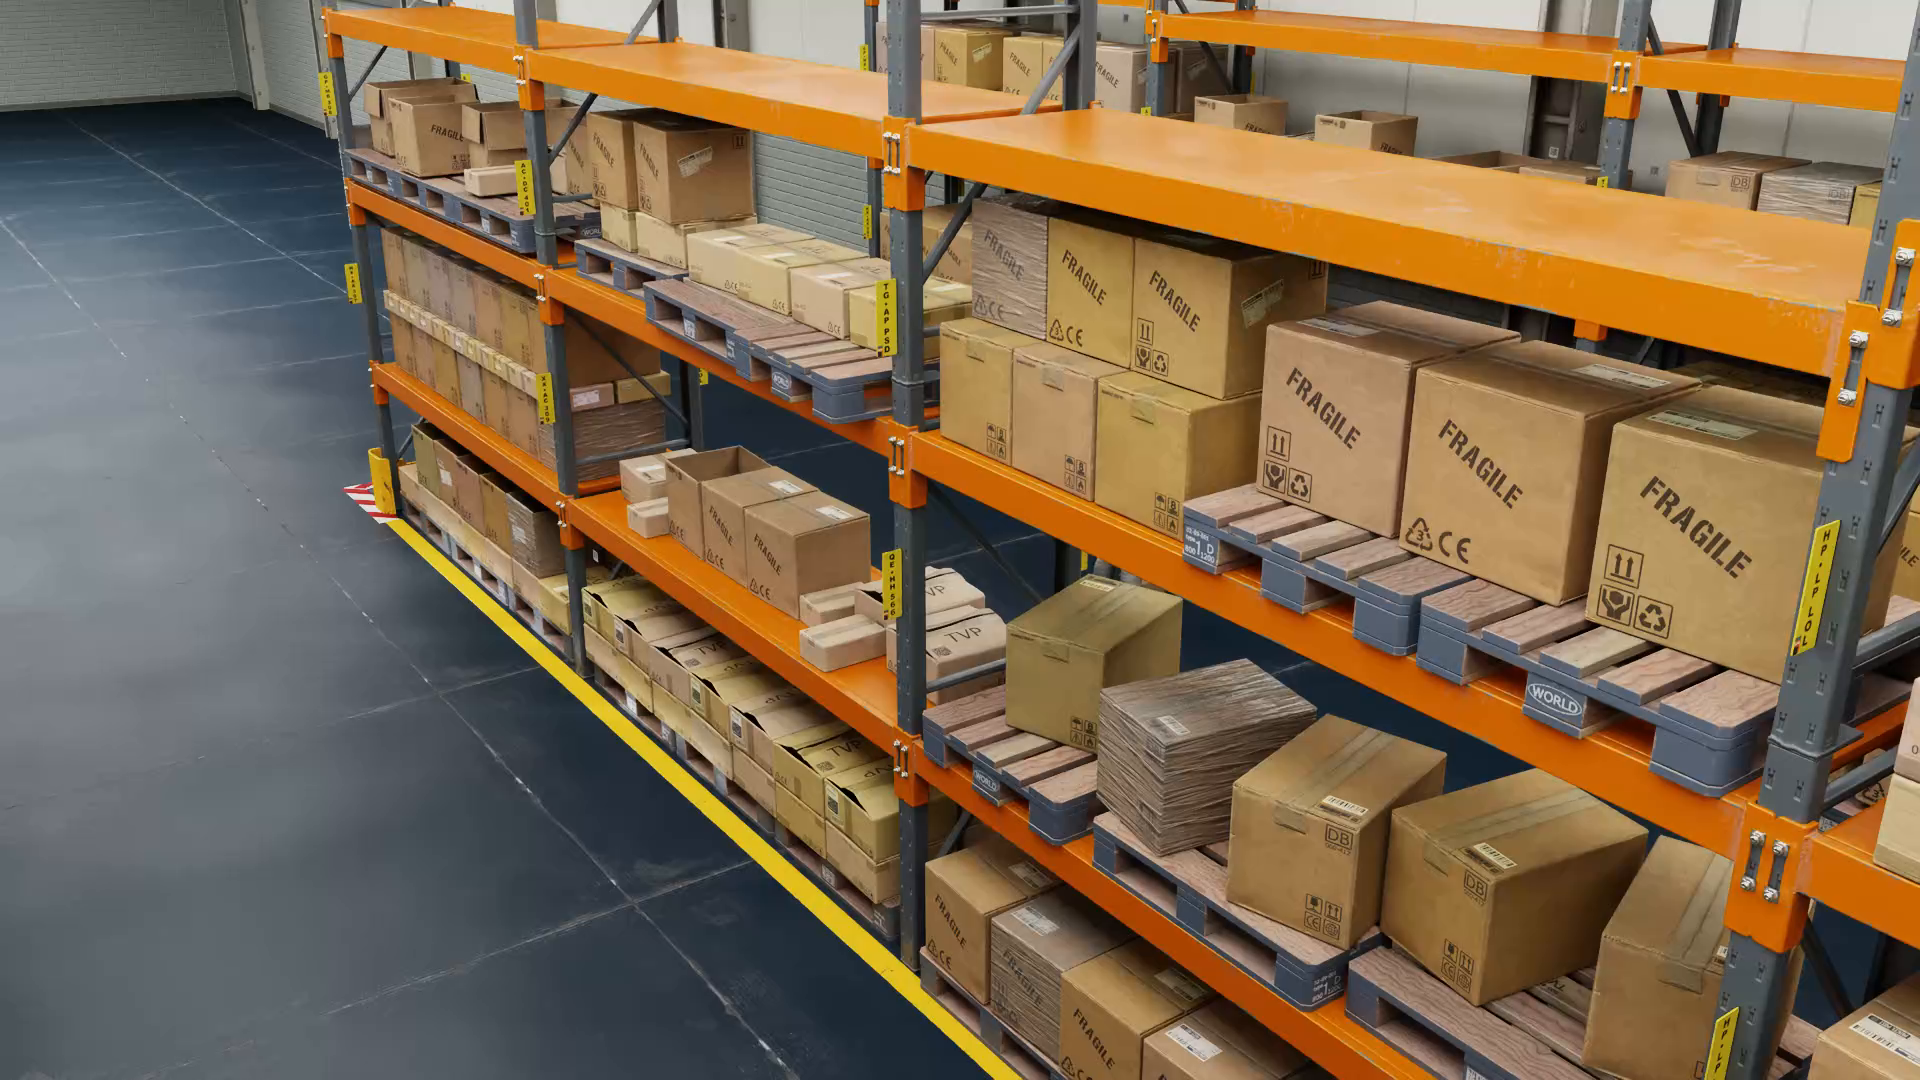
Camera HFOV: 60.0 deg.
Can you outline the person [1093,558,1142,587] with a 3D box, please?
[{"bbox_3d":[1.171,-0.234,11.963,0.467,1.667,0.558,-16,26,-35],"label":"person"}]
